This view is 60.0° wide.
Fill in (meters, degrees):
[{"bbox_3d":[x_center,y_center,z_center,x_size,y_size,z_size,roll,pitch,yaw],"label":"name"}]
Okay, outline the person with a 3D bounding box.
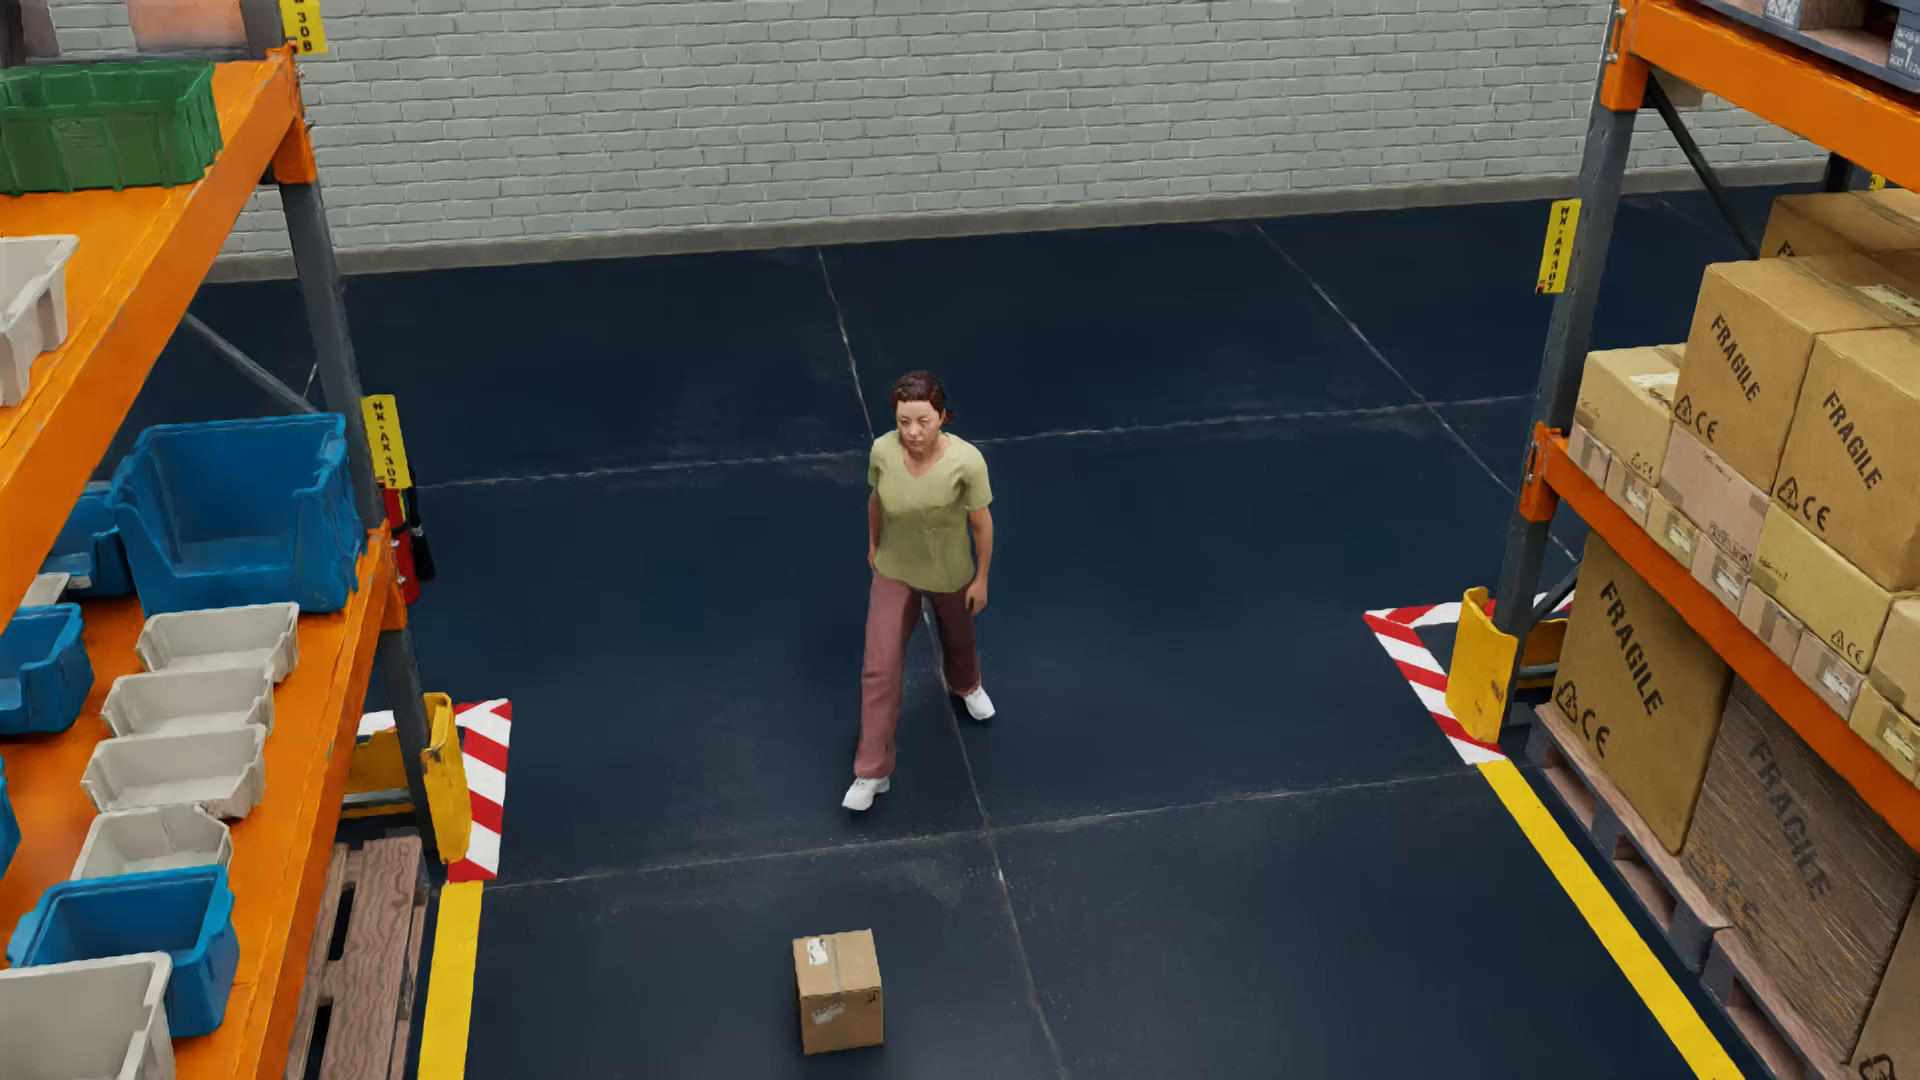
[{"bbox_3d":[-0.127,0.230,6.018,0.487,1.381,0.947,5,31,9],"label":"person"}]
